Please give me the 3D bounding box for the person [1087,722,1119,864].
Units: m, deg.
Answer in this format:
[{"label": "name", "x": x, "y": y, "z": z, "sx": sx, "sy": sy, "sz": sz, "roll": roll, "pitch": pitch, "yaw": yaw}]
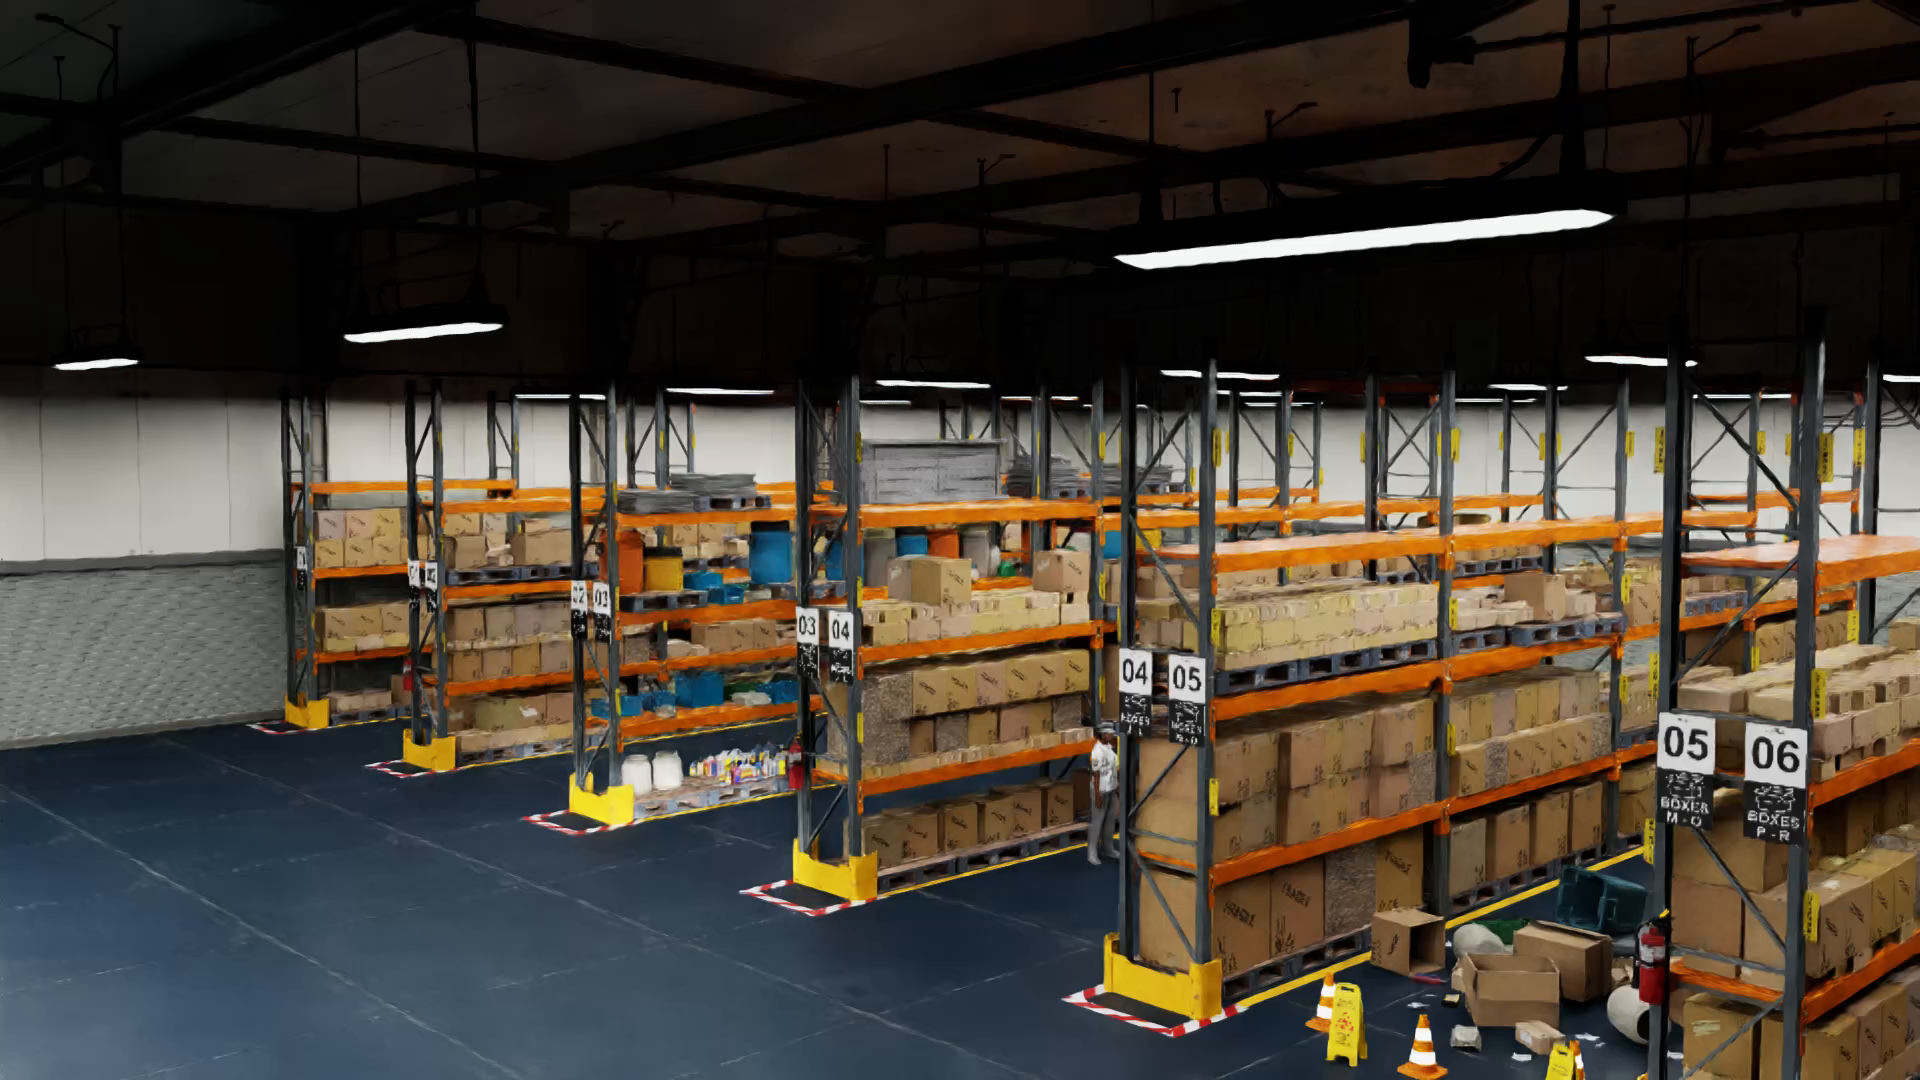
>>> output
[{"label": "person", "x": 1.755, "y": 3.024, "z": 20.059, "sx": 0.369, "sy": 1.682, "sz": 0.581, "roll": 2, "pitch": 4, "yaw": 29}]
